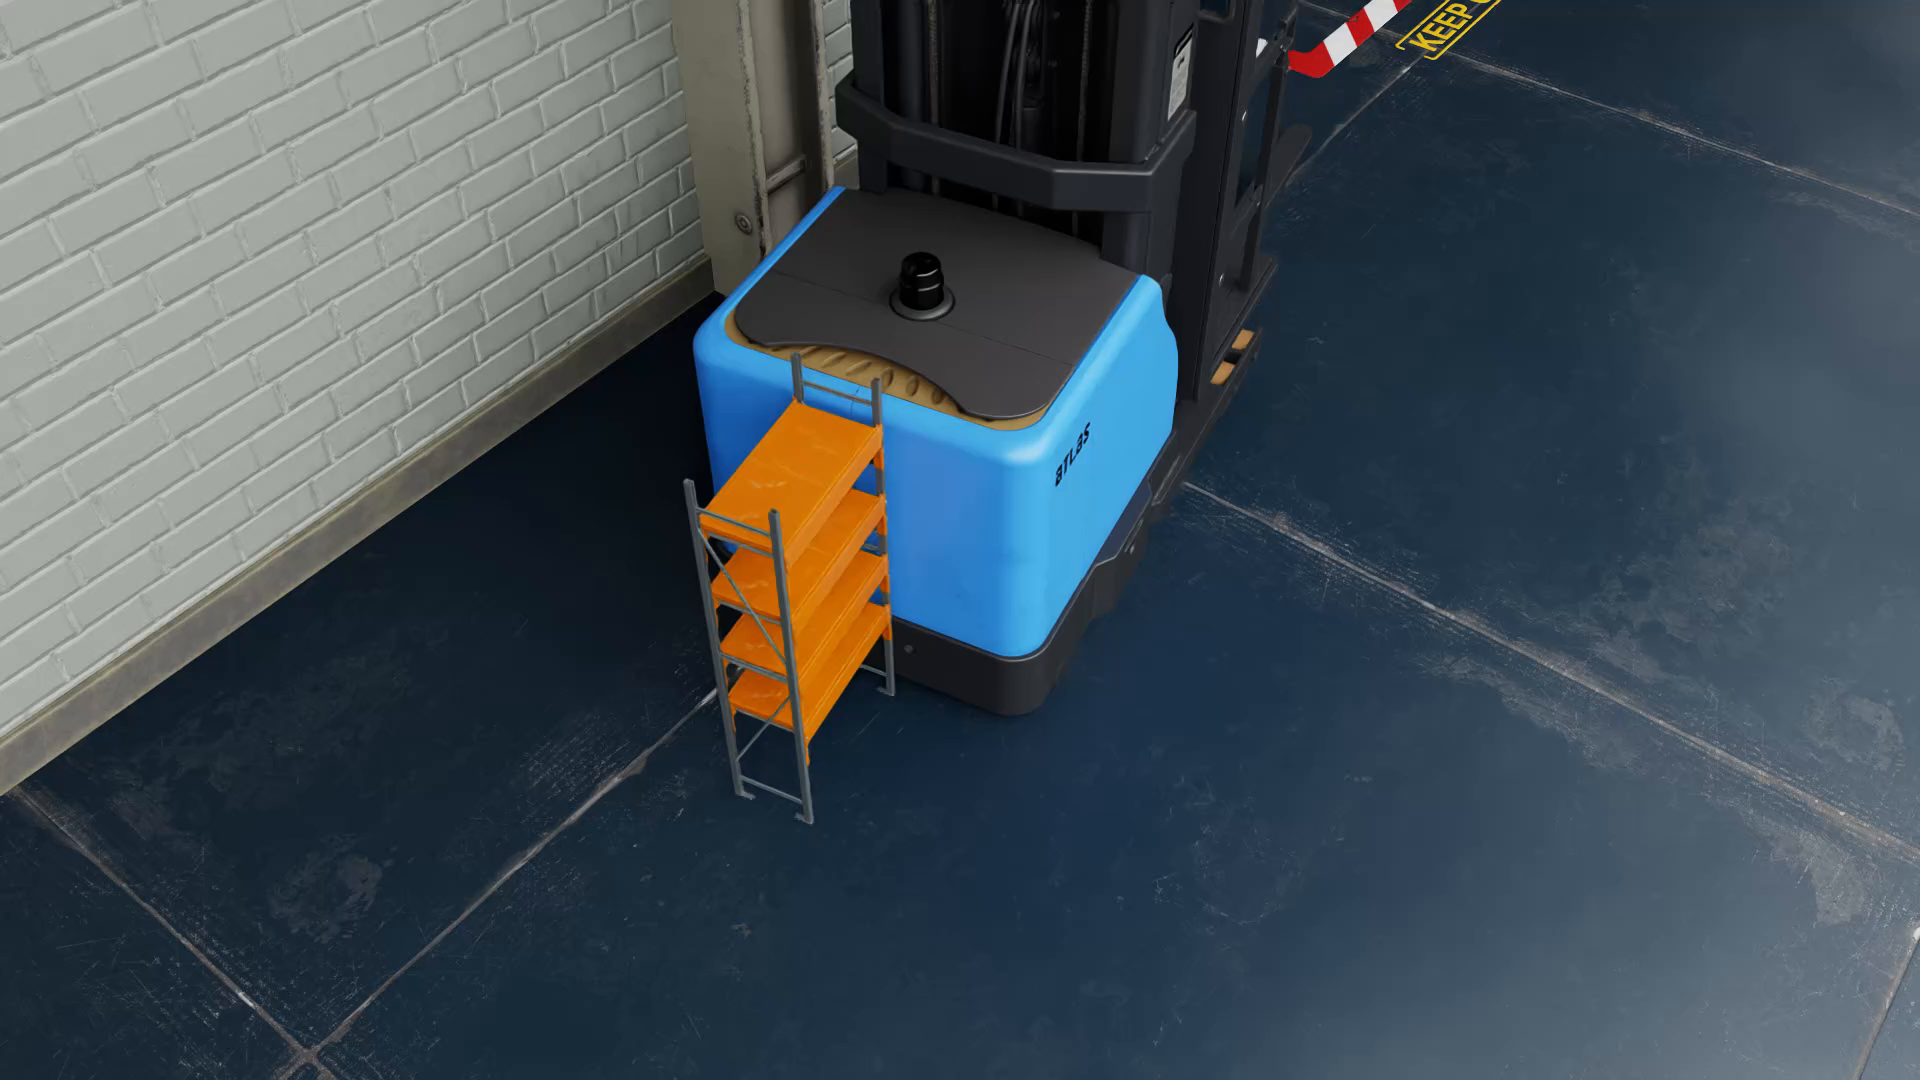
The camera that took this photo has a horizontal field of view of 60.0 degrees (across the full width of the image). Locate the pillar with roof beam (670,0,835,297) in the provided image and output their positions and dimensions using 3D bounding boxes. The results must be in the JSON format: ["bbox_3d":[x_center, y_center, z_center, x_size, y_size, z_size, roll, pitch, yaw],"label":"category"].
[{"bbox_3d":[2.718,-2.189,1.118,9.100,9.000,0.400,29,53,25],"label":"pillar with roof beam"}]

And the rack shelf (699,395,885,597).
[{"bbox_3d":[-0.404,-0.113,3.985,0.258,0.148,0.480,19,49,17],"label":"rack shelf"}]

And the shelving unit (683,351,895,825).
[{"bbox_3d":[-0.404,0.158,4.269,0.258,1.200,0.503,19,49,17],"label":"shelving unit"}]

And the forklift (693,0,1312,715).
[{"bbox_3d":[0.397,-1.591,4.743,1.130,2.935,3.031,20,49,18],"label":"forklift"}]

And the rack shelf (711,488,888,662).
[{"bbox_3d":[-0.404,0.050,4.156,0.258,0.148,0.480,19,49,17],"label":"rack shelf"}]

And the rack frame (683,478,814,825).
[{"bbox_3d":[-0.508,0.317,4.117,0.240,1.200,0.015,19,49,17],"label":"rack frame"}]

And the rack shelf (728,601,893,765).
[{"bbox_3d":[-0.404,0.342,4.461,0.258,0.148,0.480,19,49,17],"label":"rack shelf"}]

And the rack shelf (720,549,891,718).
[{"bbox_3d":[-0.404,0.205,4.318,0.258,0.148,0.480,19,49,17],"label":"rack shelf"}]

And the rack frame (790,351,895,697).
[{"bbox_3d":[-0.299,-0.001,4.421,0.240,1.200,0.015,19,49,17],"label":"rack frame"}]
